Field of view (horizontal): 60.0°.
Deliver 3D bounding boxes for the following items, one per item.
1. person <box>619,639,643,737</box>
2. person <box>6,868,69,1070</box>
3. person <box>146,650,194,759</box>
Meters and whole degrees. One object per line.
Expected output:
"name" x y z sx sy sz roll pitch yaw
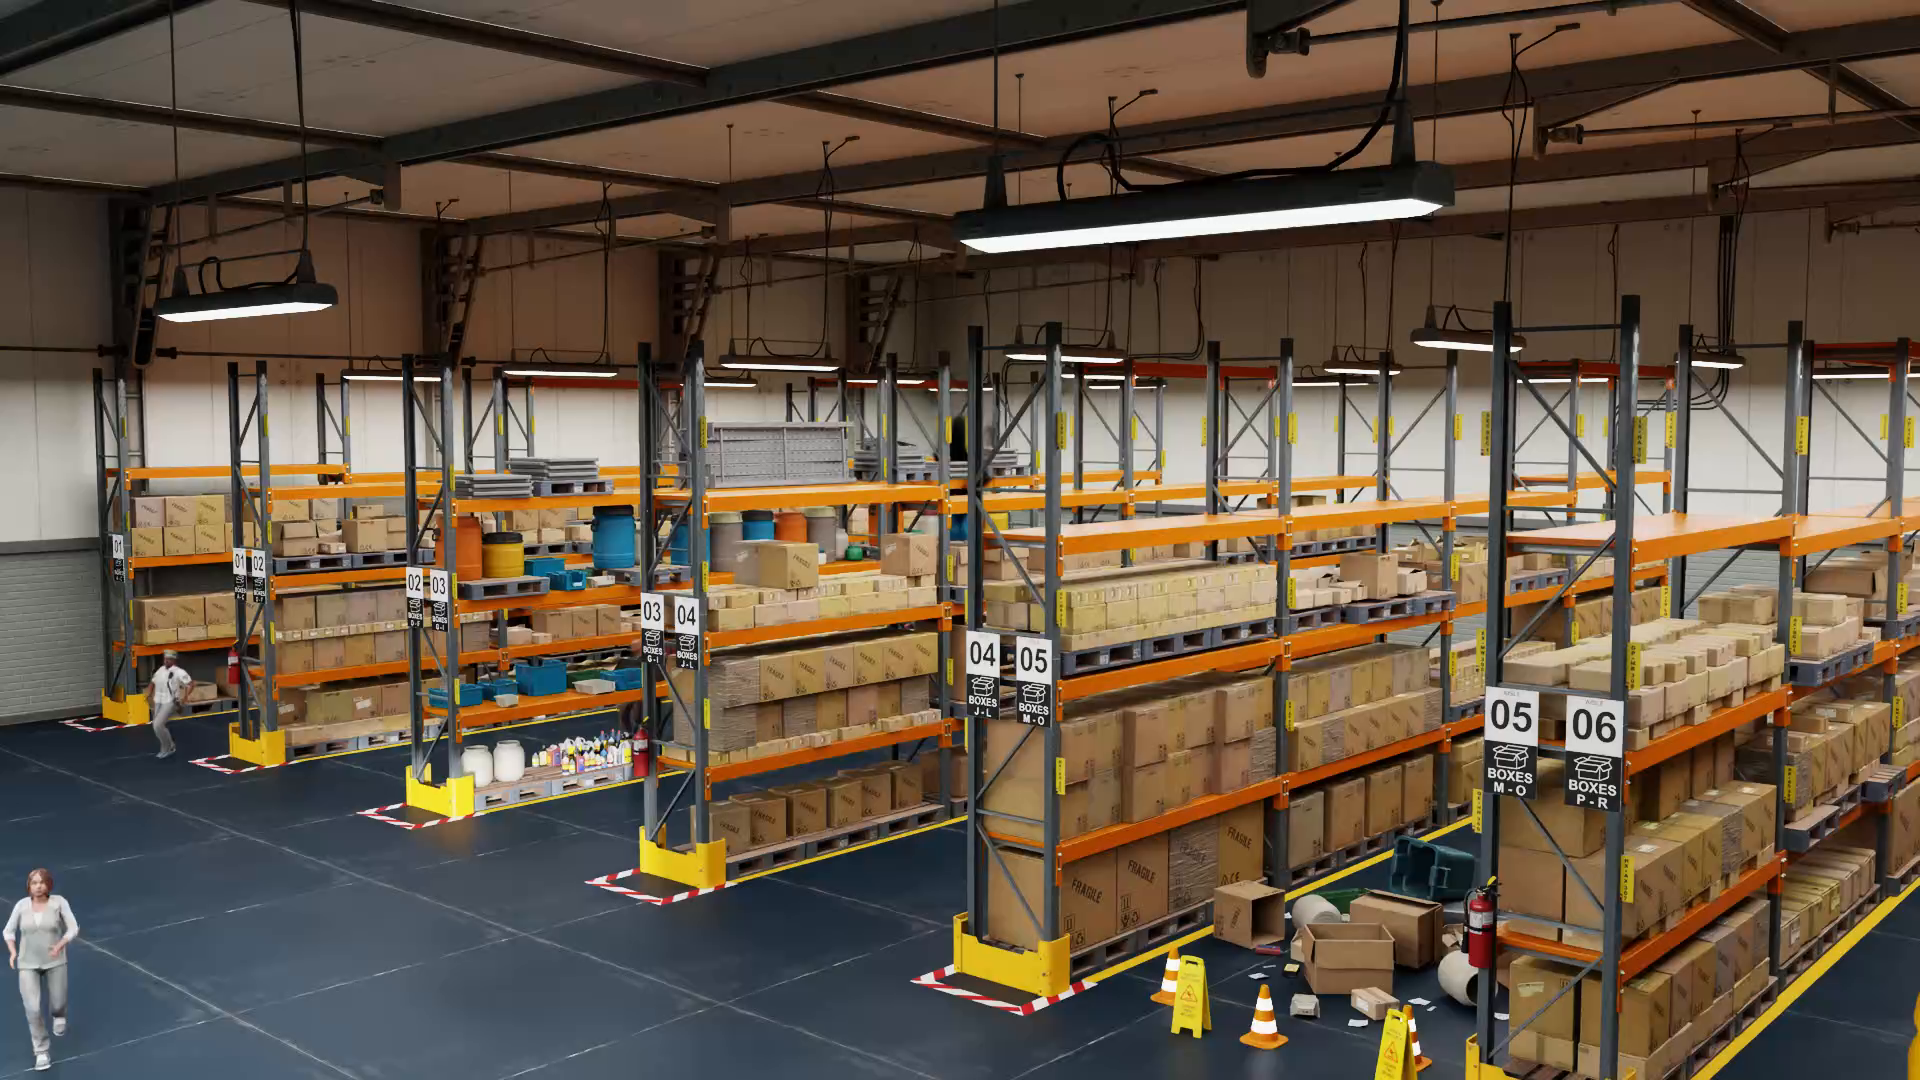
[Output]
"person" -5.091 2.398 26.170 0.668 1.689 0.803 3 5 38
"person" -7.392 3.404 13.357 0.498 1.553 0.680 -2 5 -24
"person" -12.009 2.486 25.194 0.648 1.669 0.598 1 4 16
